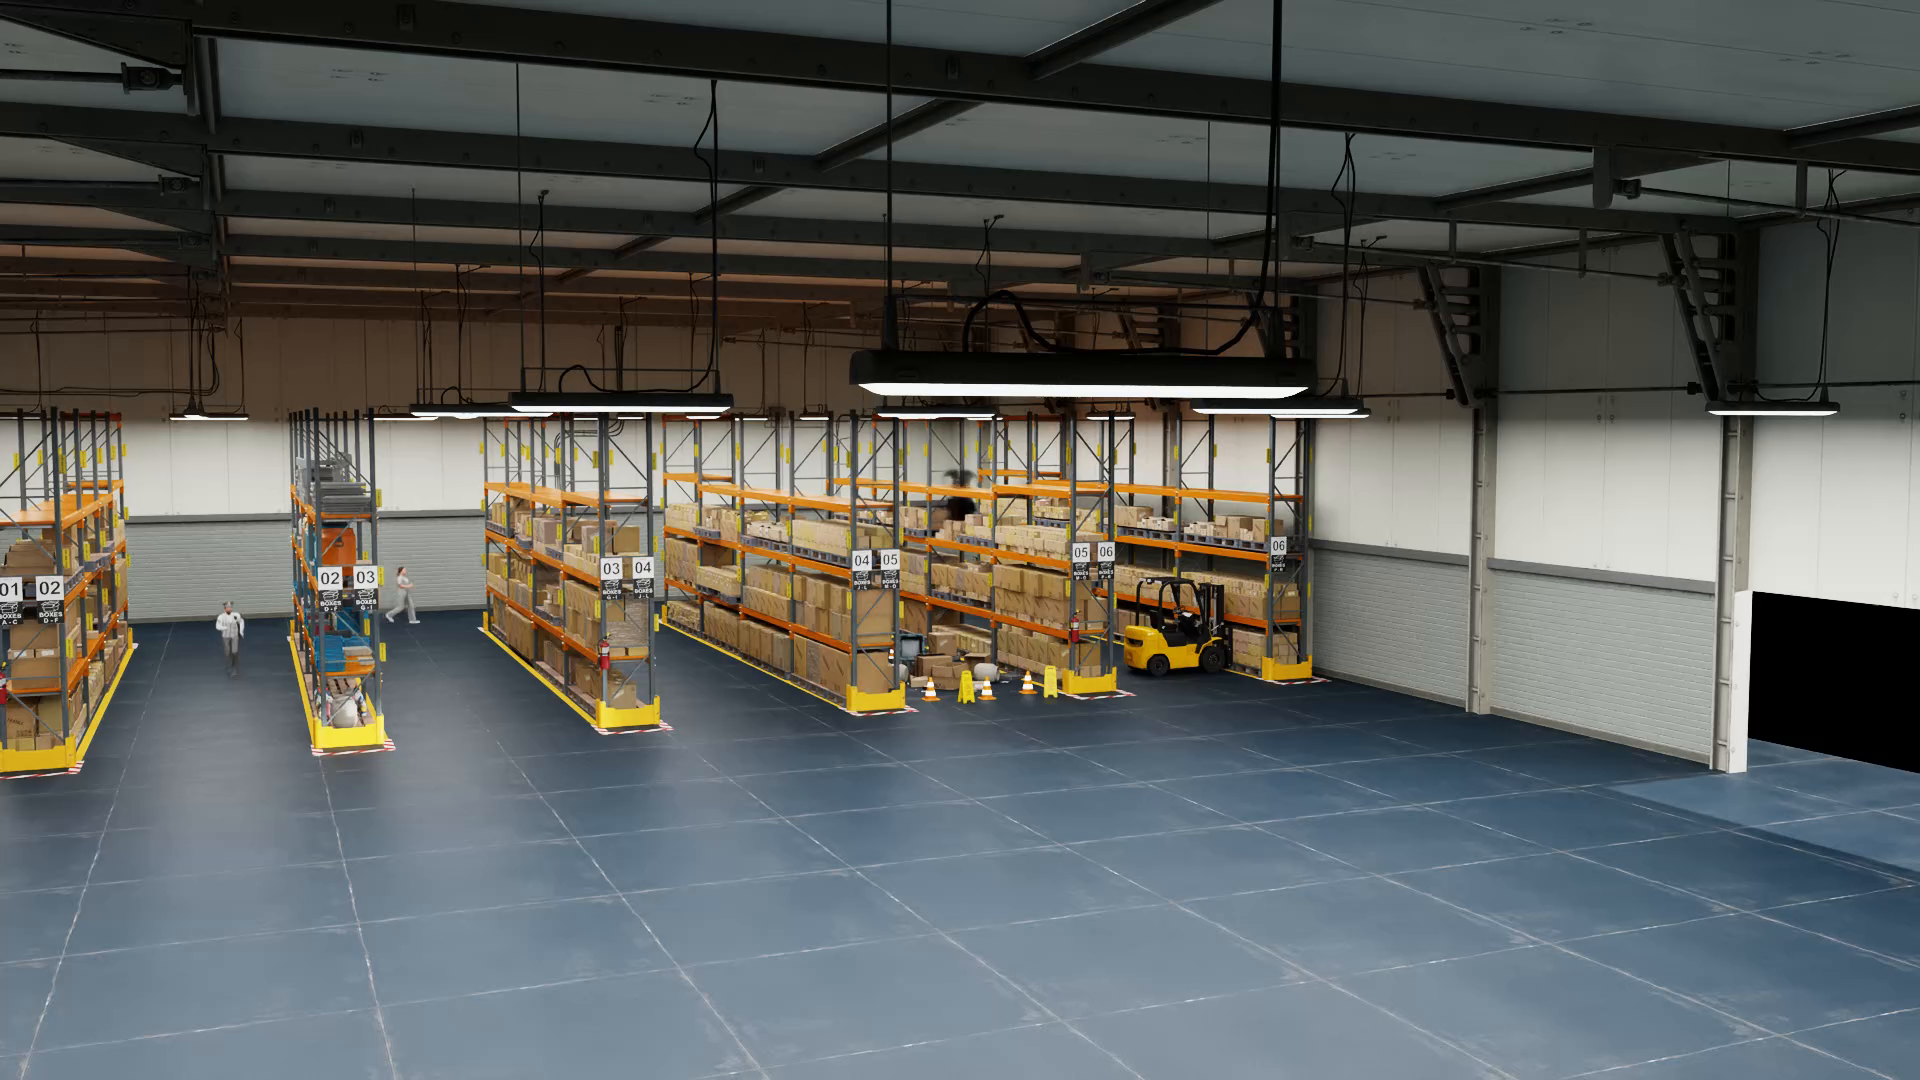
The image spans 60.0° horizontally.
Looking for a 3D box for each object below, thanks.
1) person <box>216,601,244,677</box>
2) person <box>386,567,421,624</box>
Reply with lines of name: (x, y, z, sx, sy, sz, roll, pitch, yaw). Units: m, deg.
person: (-16.557, 2.242, 37.719, 0.548, 1.738, 0.812, -1, 4, -19)
person: (-15.841, 1.569, 47.277, 0.946, 1.644, 0.575, 0, 4, -3)
